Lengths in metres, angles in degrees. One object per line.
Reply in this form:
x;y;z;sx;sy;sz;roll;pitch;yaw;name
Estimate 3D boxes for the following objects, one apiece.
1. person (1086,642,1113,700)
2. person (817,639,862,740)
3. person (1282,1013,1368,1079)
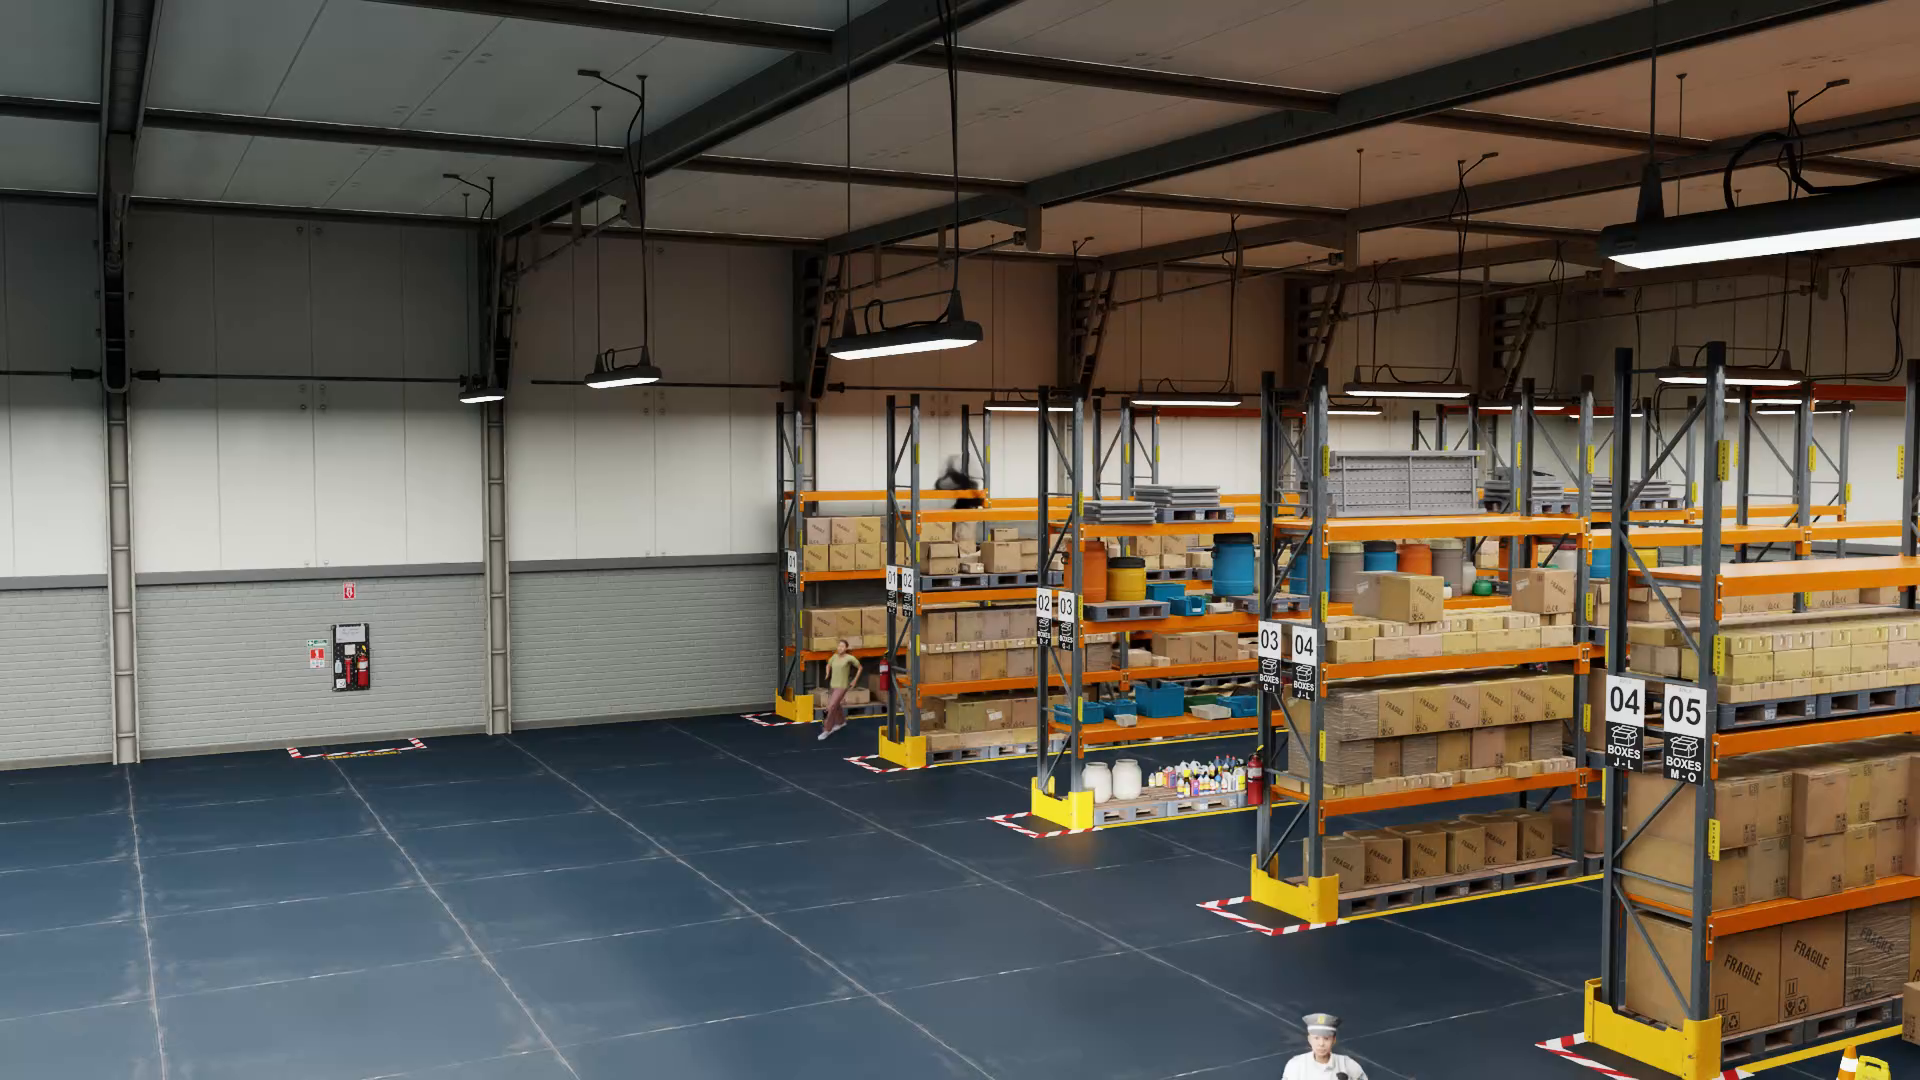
2.489;2.279;31.268;0.913;1.663;0.602;-2;4;-35;person
-2.047;2.518;28.244;0.644;1.685;0.842;2;4;35;person
2.234;3.744;10.221;0.599;1.661;0.577;1;3;17;person
